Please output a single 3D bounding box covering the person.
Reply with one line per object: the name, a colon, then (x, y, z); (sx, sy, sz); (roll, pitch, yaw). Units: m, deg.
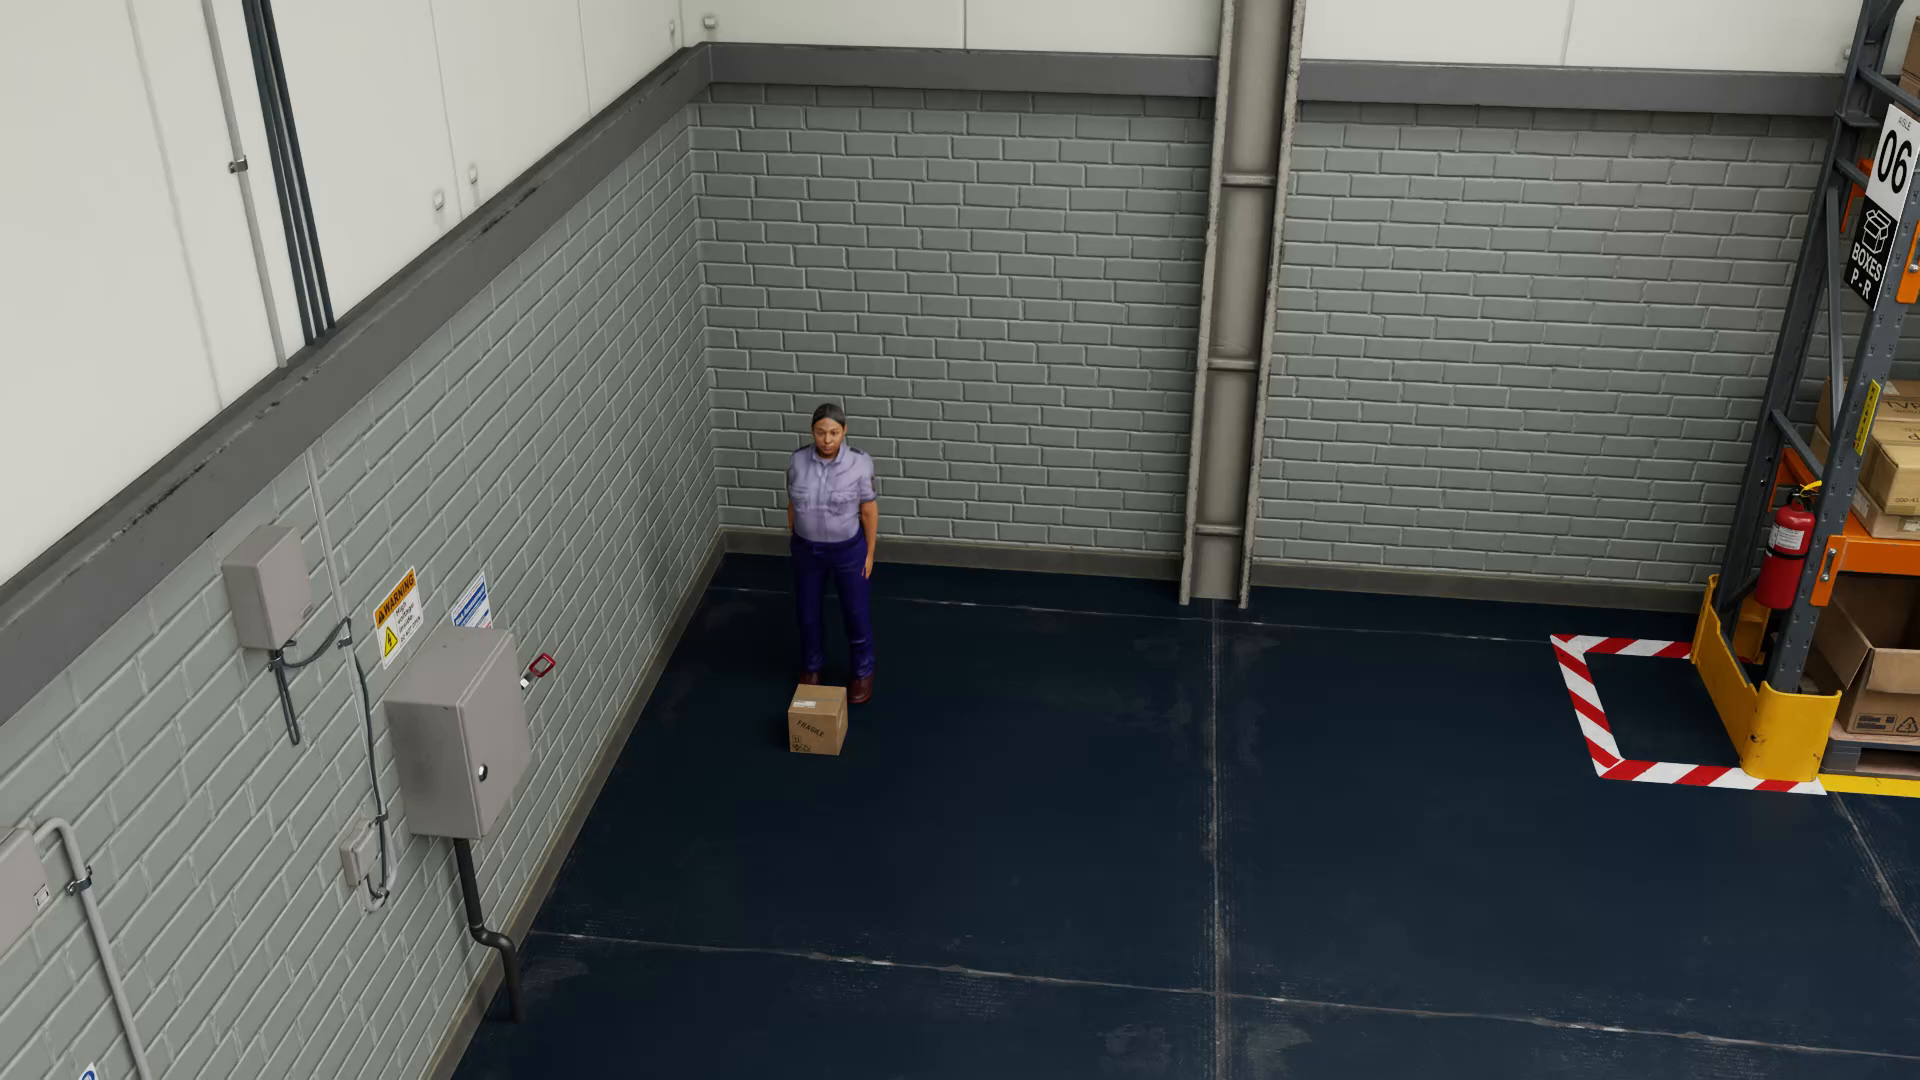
person: (-0.650, 0.072, 8.511); (0.466, 1.646, 0.343); (4, 29, 7)
